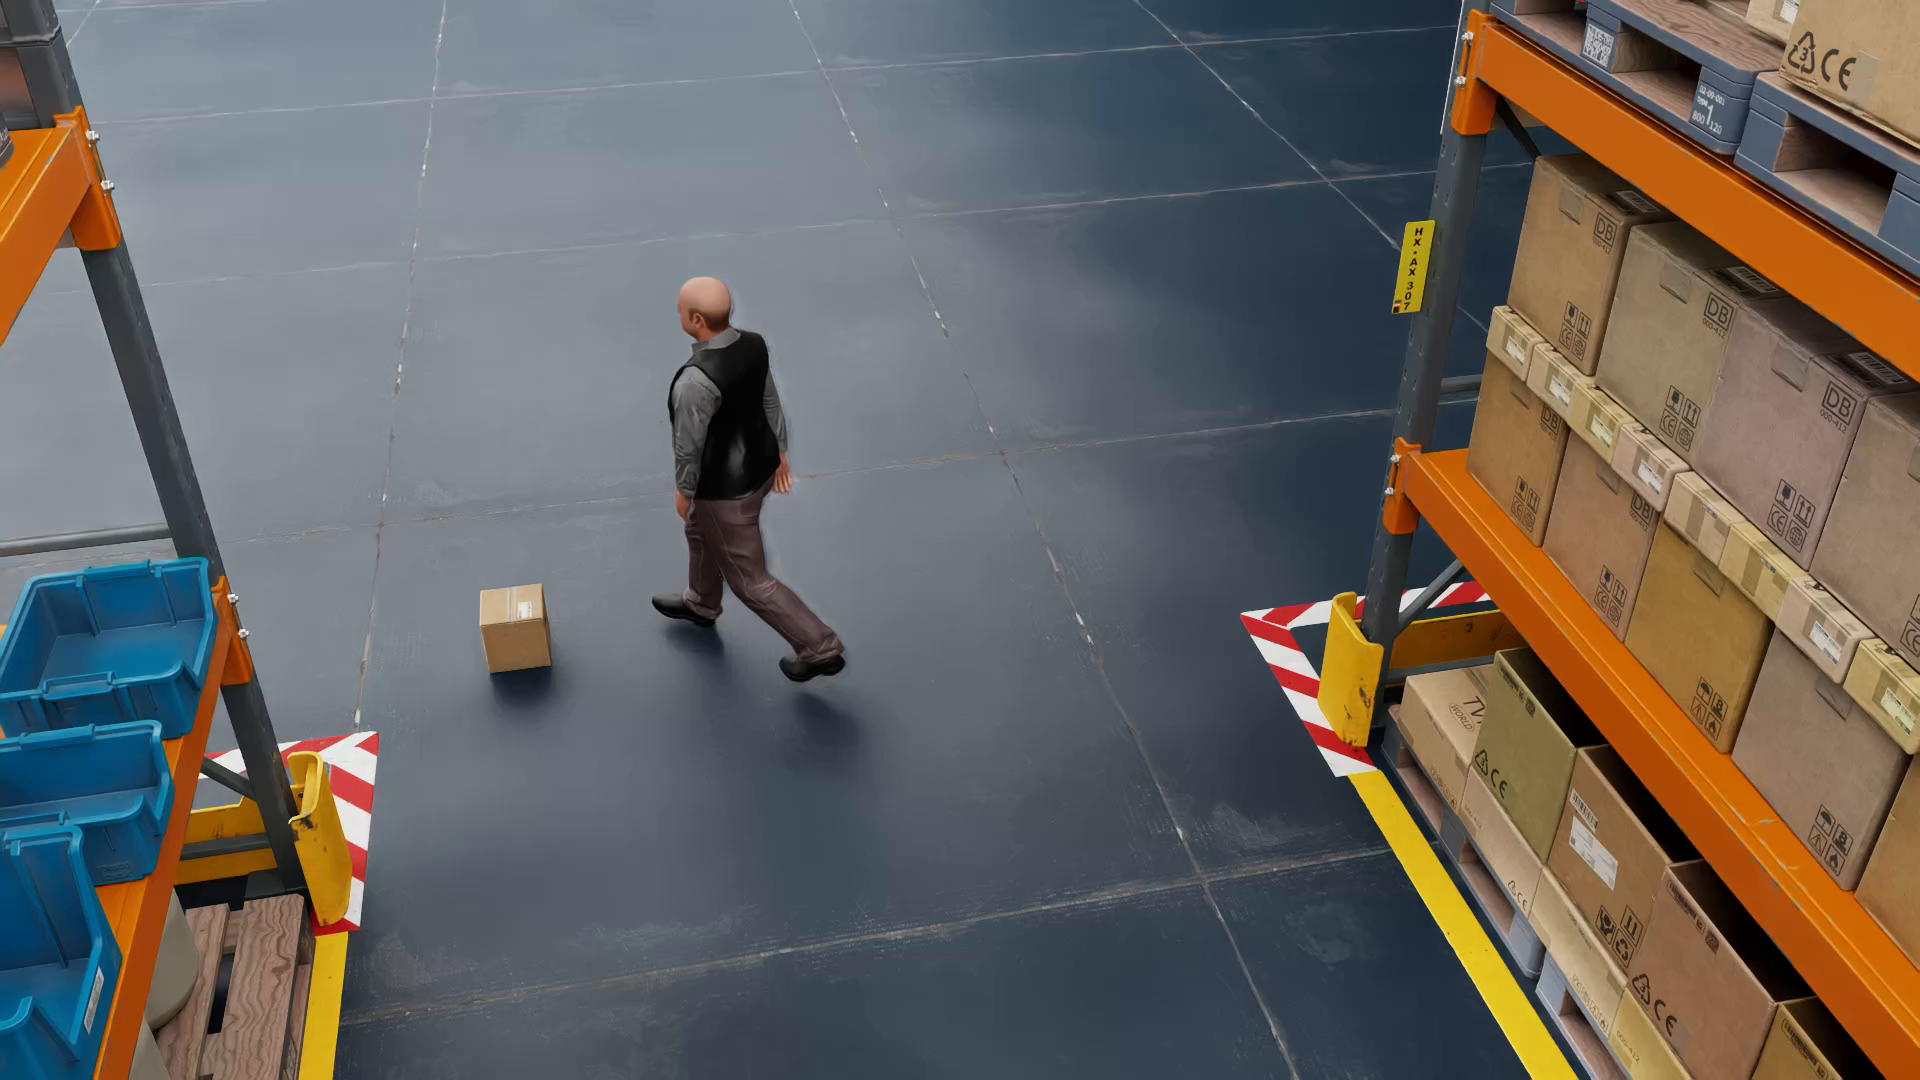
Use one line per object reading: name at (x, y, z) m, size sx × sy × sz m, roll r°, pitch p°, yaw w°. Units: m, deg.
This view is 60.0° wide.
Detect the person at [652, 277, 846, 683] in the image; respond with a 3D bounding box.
person at (-0.884, -0.203, 6.563) m, size 1.018 × 1.590 × 0.555 m, roll 12°, pitch 36°, yaw 17°
